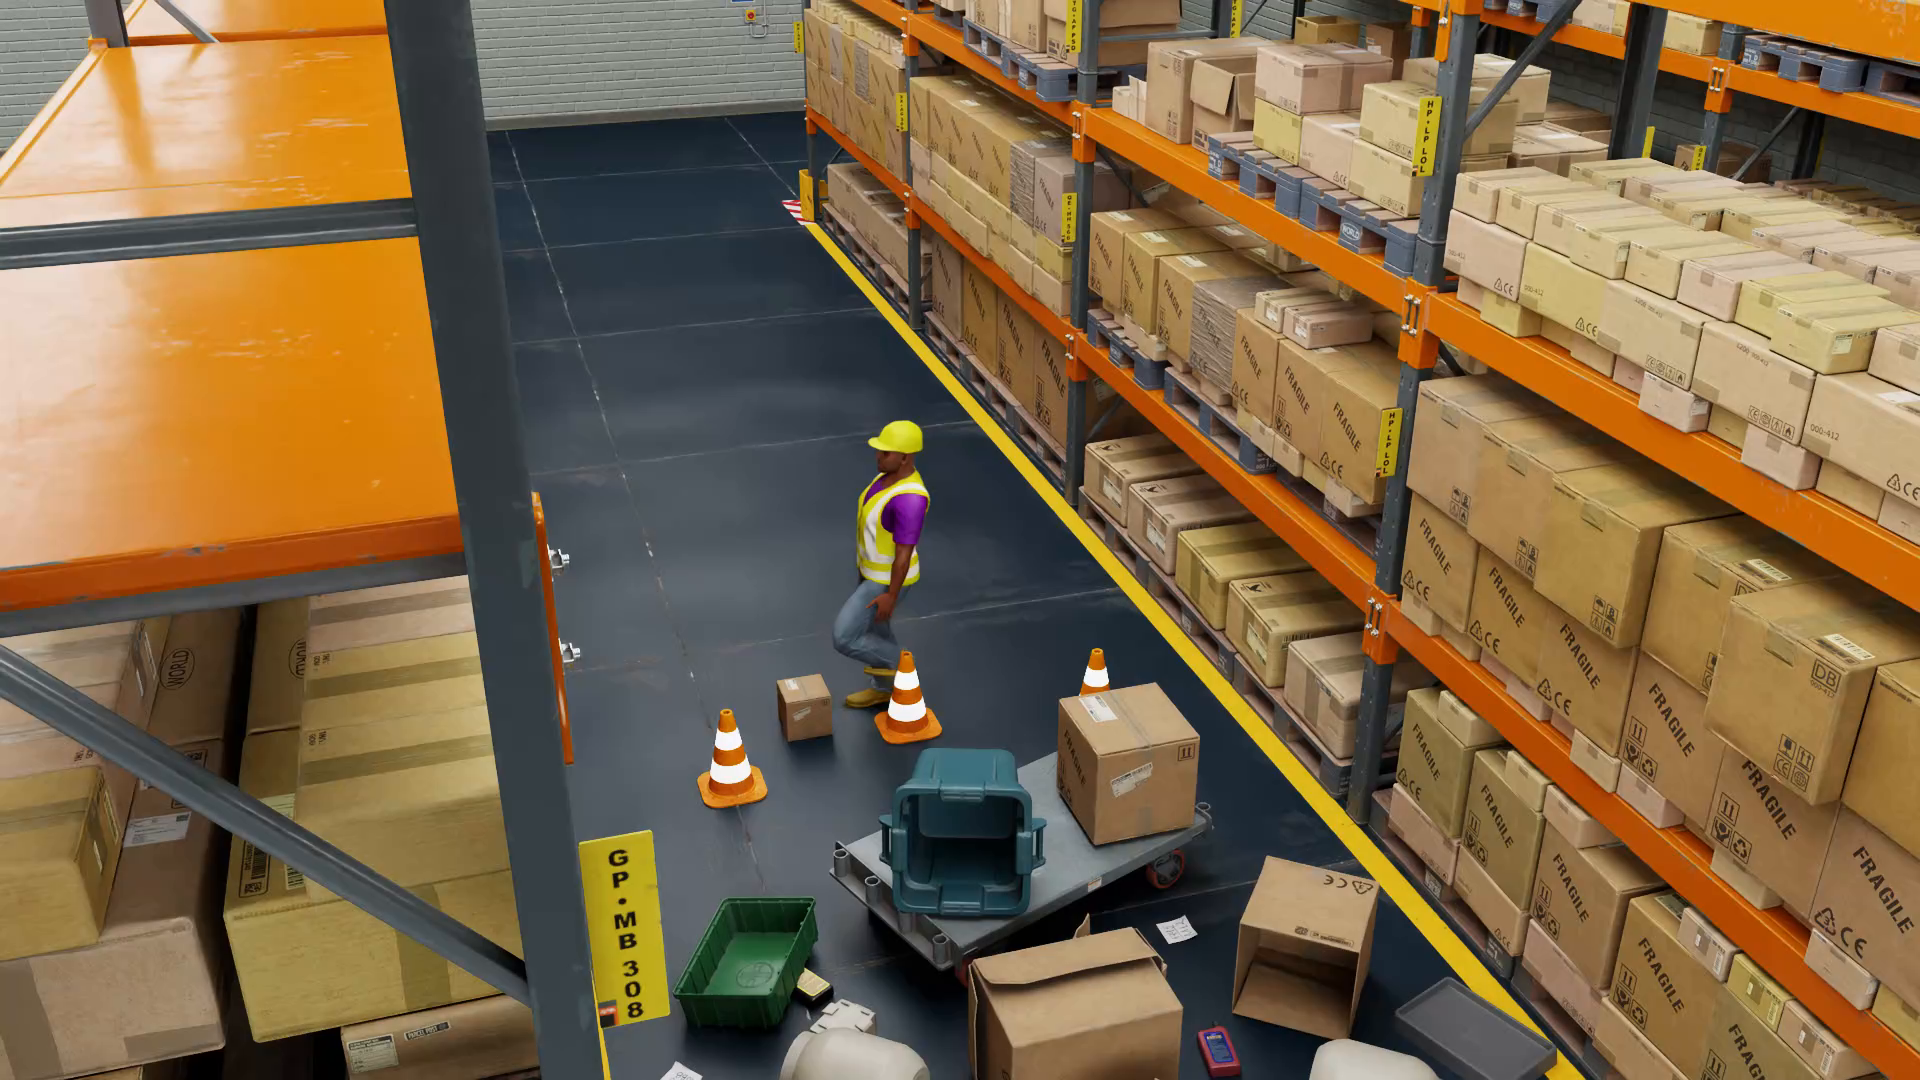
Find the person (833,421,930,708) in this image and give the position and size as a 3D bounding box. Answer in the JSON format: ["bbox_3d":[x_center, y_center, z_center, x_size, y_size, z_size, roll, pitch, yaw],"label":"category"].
[{"bbox_3d":[-0.451,0.198,8.944,0.556,1.758,0.570,-7,27,-15],"label":"person"}]
